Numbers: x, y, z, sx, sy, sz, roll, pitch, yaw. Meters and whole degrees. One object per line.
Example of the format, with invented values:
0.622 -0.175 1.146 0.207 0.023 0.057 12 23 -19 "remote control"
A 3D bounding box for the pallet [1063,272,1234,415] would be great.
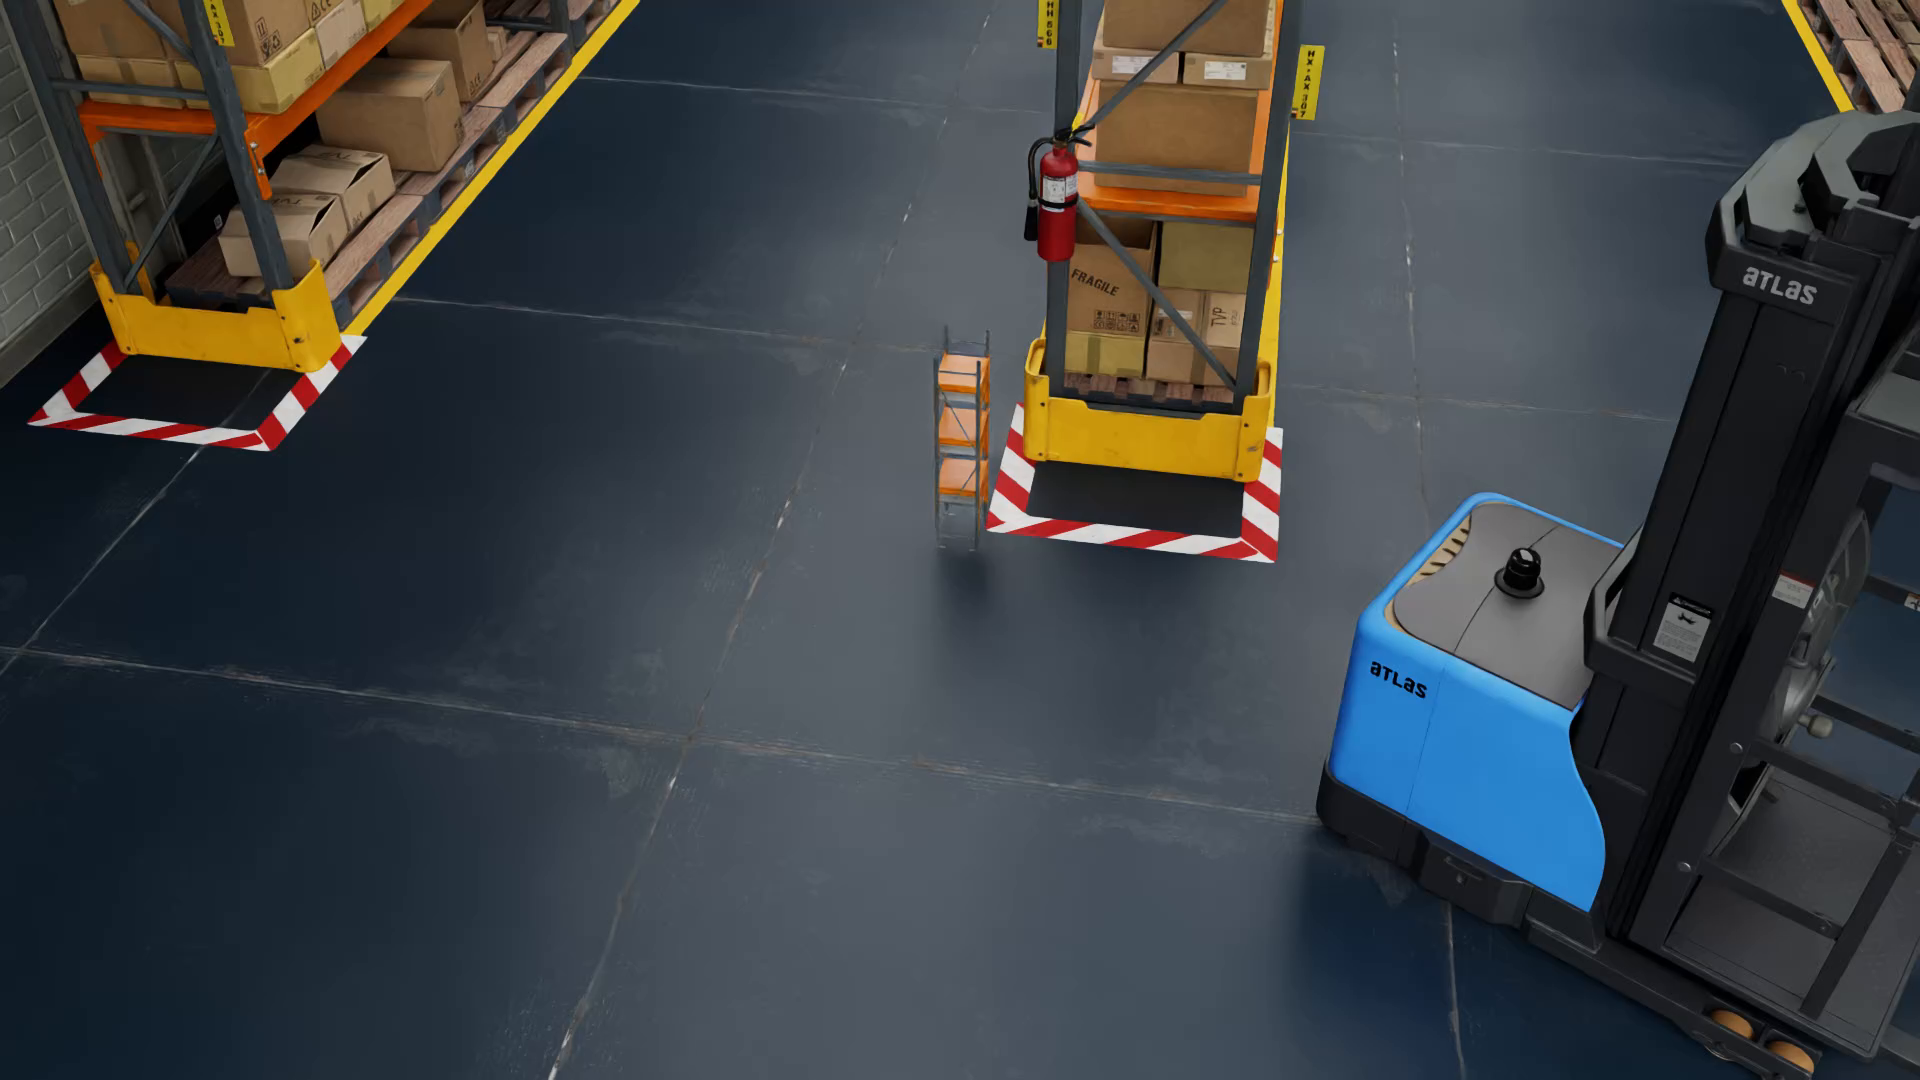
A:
1.003 -1.027 8.827 1.003 0.211 1.213 6 40 8 "pallet"

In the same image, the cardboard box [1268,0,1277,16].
1.280 -2.451 7.773 0.380 0.149 0.250 7 40 8 "cardboard box"

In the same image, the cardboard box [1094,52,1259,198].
1.005 -1.948 7.673 0.700 0.500 0.500 6 40 8 "cardboard box"

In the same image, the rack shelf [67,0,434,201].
-3.621 -3.139 9.757 1.077 0.370 4.000 6 40 8 "rack shelf"

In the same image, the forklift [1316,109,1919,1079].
2.832 0.318 5.065 3.031 2.935 1.130 27 47 29 "forklift"

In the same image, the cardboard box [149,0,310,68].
-3.589 -2.667 8.135 0.500 0.500 0.500 6 40 8 "cardboard box"

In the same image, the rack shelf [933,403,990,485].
0.009 -0.430 7.463 0.215 0.259 0.240 6 40 8 "rack shelf"

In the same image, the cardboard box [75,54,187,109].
-4.078 -2.426 8.432 0.500 0.250 0.500 7 40 8 "cardboard box"

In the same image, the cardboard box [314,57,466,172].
-3.484 -2.604 10.163 0.700 0.500 0.500 4 40 5 "cardboard box"

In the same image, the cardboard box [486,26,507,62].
-3.338 -3.410 11.399 0.380 0.166 0.250 2 40 2 "cardboard box"

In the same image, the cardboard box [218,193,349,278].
-3.759 -1.719 9.240 0.500 0.311 0.500 2 40 3 "cardboard box"

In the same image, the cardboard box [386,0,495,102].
-3.416 -3.222 10.910 0.500 0.500 0.500 4 40 4 "cardboard box"

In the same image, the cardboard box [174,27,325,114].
-3.570 -2.382 8.380 0.500 0.250 0.500 5 40 6 "cardboard box"

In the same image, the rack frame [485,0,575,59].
-3.275 -4.672 11.046 1.000 3.000 0.127 6 40 8 "rack frame"

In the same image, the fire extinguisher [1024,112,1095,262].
0.434 -1.565 7.349 0.296 0.674 0.183 6 40 8 "fire extinguisher"

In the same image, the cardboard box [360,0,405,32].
-3.401 -3.029 9.162 0.500 0.250 0.500 6 40 7 "cardboard box"

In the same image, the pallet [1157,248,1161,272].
1.217 -1.791 9.750 1.003 0.211 1.213 6 40 8 "pallet"

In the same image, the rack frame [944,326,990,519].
0.030 -0.515 7.549 0.200 1.050 0.008 6 40 8 "rack frame"

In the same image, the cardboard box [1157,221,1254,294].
1.309 -1.635 8.613 0.500 0.500 0.500 6 40 8 "cardboard box"

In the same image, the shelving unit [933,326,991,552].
0.009 -0.438 7.456 0.215 1.050 0.252 6 40 8 "shelving unit"

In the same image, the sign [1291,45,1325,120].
1.458 -1.917 6.973 0.100 0.325 0.005 6 40 8 "sign"

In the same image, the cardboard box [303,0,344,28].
-3.494 -2.976 8.509 0.500 0.500 0.500 7 40 8 "cardboard box"

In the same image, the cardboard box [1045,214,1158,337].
0.712 -1.378 8.302 0.500 0.500 0.500 6 40 8 "cardboard box"

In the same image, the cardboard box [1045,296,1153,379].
0.714 -1.089 8.541 0.500 0.250 0.500 6 40 8 "cardboard box"

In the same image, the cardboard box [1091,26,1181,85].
0.790 -2.167 7.429 0.380 0.149 0.250 6 40 7 "cardboard box"

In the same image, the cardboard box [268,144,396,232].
-3.661 -2.077 9.673 0.500 0.311 0.500 10 41 11 "cardboard box"

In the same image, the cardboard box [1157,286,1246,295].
1.307 -1.346 8.852 0.500 0.250 0.500 6 40 8 "cardboard box"

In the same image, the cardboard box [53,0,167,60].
-4.095 -2.720 8.199 0.500 0.500 0.500 6 40 7 "cardboard box"

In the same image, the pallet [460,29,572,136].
-3.357 -3.172 11.420 1.003 0.211 1.213 6 40 8 "pallet"

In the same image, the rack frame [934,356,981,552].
-0.012 -0.362 7.363 0.200 1.050 0.008 6 40 8 "rack frame"

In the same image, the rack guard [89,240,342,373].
-3.954 -1.246 8.864 1.175 0.500 0.348 6 40 8 "rack guard"

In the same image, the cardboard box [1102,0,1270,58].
1.015 -2.481 7.300 0.700 0.500 0.500 7 40 8 "cardboard box"

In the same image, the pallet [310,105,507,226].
-3.566 -2.404 10.492 1.003 0.211 1.213 6 40 8 "pallet"

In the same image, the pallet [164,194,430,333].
-3.779 -1.640 9.568 1.003 0.211 1.213 6 40 8 "pallet"

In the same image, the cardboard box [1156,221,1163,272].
0.873 -1.718 9.302 0.500 0.250 0.500 6 40 8 "cardboard box"

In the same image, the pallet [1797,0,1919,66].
6.789 -3.770 12.144 1.003 0.211 1.213 6 40 8 "pallet"

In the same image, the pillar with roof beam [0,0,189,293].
-0.458 -4.533 6.171 9.100 9.000 0.400 6 40 8 "pillar with roof beam"

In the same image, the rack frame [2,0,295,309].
-3.968 -2.161 8.010 1.000 3.000 0.127 6 40 8 "rack frame"

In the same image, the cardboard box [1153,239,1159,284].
0.789 -1.404 8.922 0.500 0.250 0.500 6 40 8 "cardboard box"

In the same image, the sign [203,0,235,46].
-3.433 -2.435 7.662 0.100 0.325 0.005 6 40 8 "sign"

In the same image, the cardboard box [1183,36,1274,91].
1.192 -2.128 7.383 0.380 0.149 0.250 6 40 7 "cardboard box"

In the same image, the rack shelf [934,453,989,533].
0.009 -0.216 7.640 0.215 0.259 0.240 6 40 8 "rack shelf"

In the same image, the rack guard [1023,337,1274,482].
0.908 -0.639 8.131 1.175 0.500 0.348 6 40 8 "rack guard"

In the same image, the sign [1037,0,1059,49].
0.380 -2.224 6.991 0.100 0.325 0.005 6 40 8 "sign"

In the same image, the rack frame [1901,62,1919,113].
6.482 -3.579 9.725 1.000 3.000 0.127 6 40 8 "rack frame"

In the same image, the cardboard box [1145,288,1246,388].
1.224 -1.032 8.472 0.500 0.250 0.500 6 40 8 "cardboard box"

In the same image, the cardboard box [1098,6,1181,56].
0.834 -2.331 7.628 0.380 0.149 0.250 7 40 9 "cardboard box"

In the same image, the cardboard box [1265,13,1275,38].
1.235 -2.294 7.584 0.380 0.149 0.250 5 40 7 "cardboard box"

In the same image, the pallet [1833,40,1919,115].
6.580 -3.002 11.215 1.003 0.211 1.213 6 40 8 "pallet"

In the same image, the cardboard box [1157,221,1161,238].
0.870 -2.007 9.063 0.500 0.500 0.500 6 40 8 "cardboard box"

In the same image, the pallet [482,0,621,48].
-3.142 -4.086 12.526 1.003 0.211 1.213 6 40 8 "pallet"

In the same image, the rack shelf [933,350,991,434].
0.009 -0.649 7.282 0.215 0.259 0.240 6 40 8 "rack shelf"

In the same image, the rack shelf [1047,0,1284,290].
1.258 -2.595 9.100 1.077 0.370 4.000 6 40 8 "rack shelf"

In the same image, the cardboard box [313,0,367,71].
-3.495 -2.710 8.776 0.500 0.250 0.500 5 40 6 "cardboard box"

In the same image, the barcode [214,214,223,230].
-4.150 -1.778 9.304 0.001 0.075 0.075 6 40 8 "barcode"

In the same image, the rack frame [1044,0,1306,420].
0.912 -1.617 7.352 1.000 3.000 0.127 6 40 8 "rack frame"
